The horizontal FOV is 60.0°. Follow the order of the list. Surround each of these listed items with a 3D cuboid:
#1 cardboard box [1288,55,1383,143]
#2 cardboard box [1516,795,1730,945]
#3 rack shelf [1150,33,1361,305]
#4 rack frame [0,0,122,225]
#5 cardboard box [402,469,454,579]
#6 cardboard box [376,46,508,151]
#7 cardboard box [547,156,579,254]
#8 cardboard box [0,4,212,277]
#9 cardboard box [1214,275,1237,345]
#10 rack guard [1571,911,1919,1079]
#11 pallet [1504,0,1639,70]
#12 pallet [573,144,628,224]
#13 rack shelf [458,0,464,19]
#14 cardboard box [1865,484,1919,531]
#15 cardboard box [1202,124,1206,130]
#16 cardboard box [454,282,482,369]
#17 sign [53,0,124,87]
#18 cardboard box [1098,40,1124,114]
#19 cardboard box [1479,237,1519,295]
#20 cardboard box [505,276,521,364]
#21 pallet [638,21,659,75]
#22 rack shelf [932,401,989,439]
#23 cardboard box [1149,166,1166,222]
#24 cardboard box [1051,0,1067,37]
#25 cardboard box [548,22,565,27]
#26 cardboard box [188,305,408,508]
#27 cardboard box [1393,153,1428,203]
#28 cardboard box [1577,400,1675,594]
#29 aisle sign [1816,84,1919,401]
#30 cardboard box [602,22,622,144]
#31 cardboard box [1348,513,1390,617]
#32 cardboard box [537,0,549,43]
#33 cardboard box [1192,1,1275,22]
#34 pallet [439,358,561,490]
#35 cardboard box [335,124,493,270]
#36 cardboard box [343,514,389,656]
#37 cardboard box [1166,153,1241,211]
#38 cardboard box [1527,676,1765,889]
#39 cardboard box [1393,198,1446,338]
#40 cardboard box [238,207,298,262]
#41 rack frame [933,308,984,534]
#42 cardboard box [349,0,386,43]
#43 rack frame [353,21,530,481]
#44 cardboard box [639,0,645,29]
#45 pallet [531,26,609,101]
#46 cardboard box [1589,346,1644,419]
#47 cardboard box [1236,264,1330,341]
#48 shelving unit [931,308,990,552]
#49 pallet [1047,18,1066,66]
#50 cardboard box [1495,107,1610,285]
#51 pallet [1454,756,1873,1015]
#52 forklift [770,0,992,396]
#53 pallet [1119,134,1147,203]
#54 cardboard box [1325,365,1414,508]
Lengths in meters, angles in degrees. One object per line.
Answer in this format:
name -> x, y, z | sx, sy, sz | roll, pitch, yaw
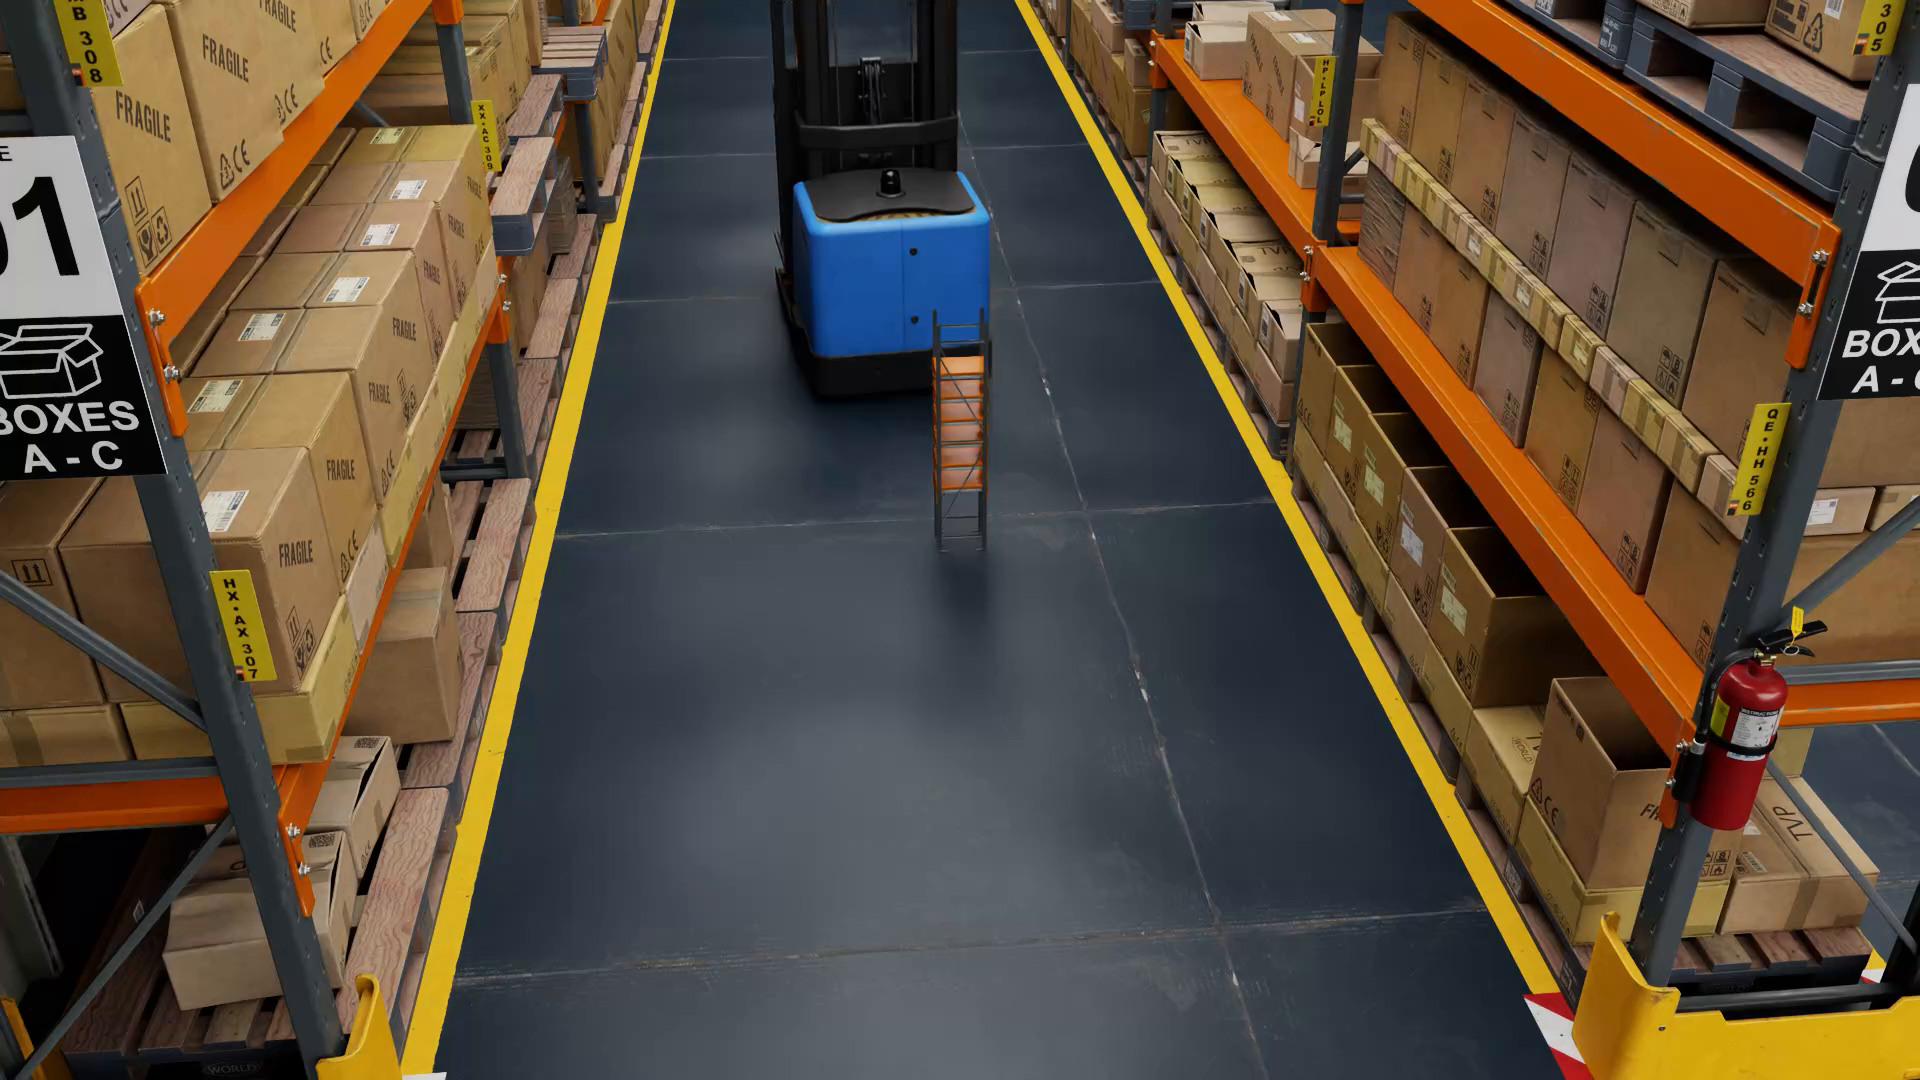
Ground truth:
cardboard box -> 2.135, -2.373, 9.200 | 0.500, 0.500, 0.500 | -1, 31, -1
cardboard box -> 2.269, 1.114, 5.731 | 0.500, 0.250, 0.500 | -3, 31, -5
rack shelf -> 2.053, -2.381, 10.012 | 1.077, 0.370, 4.000 | -3, 31, -5
rack frame -> -2.318, -1.962, 2.760 | 1.000, 3.000, 0.127 | -3, 31, -5
cardboard box -> -2.555, -0.017, 7.362 | 0.500, 0.500, 0.500 | -5, 31, -8
cardboard box -> -2.751, -2.208, 8.495 | 0.700, 0.500, 0.500 | 0, 31, 1
cardboard box -> -2.946, -2.222, 11.053 | 0.700, 0.500, 0.500 | -2, 31, -4
cardboard box -> -2.100, -0.909, 3.804 | 0.500, 0.500, 0.500 | -2, 31, -3
cardboard box -> 1.819, -1.386, 9.916 | 0.500, 0.250, 0.500 | -2, 31, -3
rack guard -> 2.616, 1.459, 5.320 | 1.175, 0.500, 0.348 | -3, 31, -5
pallet -> 2.456, -1.863, 5.604 | 1.003, 0.211, 1.213 | -3, 31, -5
pallet -> -3.064, -2.680, 12.532 | 1.003, 0.211, 1.213 | -3, 31, -5
rack shelf -> -2.879, -3.429, 8.842 | 1.077, 0.370, 4.000 | -3, 31, -5
cardboard box -> 2.791, -0.158, 4.860 | 0.380, 0.149, 0.250 | -3, 31, -5
cardboard box -> 2.108, -3.072, 12.477 | 0.500, 0.500, 0.500 | -1, 31, -2
cardboard box -> -2.308, -0.891, 6.944 | 0.500, 0.250, 0.500 | -3, 31, -4
sign -> -1.778, -1.076, 3.349 | 0.100, 0.325, 0.005 | -3, 31, -5
cardboard box -> 1.442, -3.824, 13.736 | 0.500, 0.500, 0.500 | -4, 31, -6
cardboard box -> 2.220, -1.053, 6.357 | 0.380, 0.149, 0.250 | -3, 31, -5
cardboard box -> -2.875, -1.181, 9.311 | 0.700, 0.500, 0.500 | -3, 31, -6
pallet -> -3.432, -4.708, 15.927 | 1.003, 0.211, 1.213 | -3, 31, -5
rack shelf -> 0.001, -0.573, 7.891 | 0.258, 0.103, 0.180 | -3, 31, -5
cardboard box -> 1.623, -2.429, 11.663 | 0.500, 0.250, 0.500 | -3, 31, -5
cardboard box -> 1.157, -5.146, 15.949 | 0.500, 0.500, 0.500 | -3, 31, -5
cardboard box -> -2.866, -3.551, 11.496 | 0.380, 0.149, 0.250 | -3, 31, -5
cardboard box -> -2.142, -0.428, 5.437 | 0.500, 0.500, 0.500 | -4, 31, -6
cardboard box -> 2.121, -1.583, 7.246 | 0.380, 0.149, 0.250 | -4, 31, -6
cardboard box -> 2.529, -0.176, 5.522 | 0.700, 0.500, 0.500 | -2, 31, -3
aisle sign -> 2.327, -0.695, 3.953 | 0.394, 0.787, 0.004 | -3, 31, -5
cardboard box -> -3.079, -3.558, 12.968 | 0.750, 0.750, 0.750 | -3, 31, -5
cardboard box -> 2.064, 0.094, 7.439 | 0.500, 0.250, 0.500 | -3, 31, -5
cardboard box -> -3.012, -3.464, 10.597 | 0.700, 0.500, 0.500 | -6, 31, -10
cardboard box -> 1.857, -3.485, 11.246 | 0.500, 0.311, 0.500 | -1, 31, -1
pallet -> -2.766, -0.629, 9.098 | 1.003, 0.211, 1.213 | -3, 31, -5
cardboard box -> -2.340, -1.469, 7.179 | 0.500, 0.500, 0.500 | -3, 31, -5
cardboard box -> -2.110, 0.140, 5.217 | 0.500, 0.250, 0.500 | -4, 31, -6
cardboard box -> 1.680, -2.402, 11.071 | 0.500, 0.311, 0.500 | -3, 31, -6
cardboard box -> 2.267, 0.792, 5.539 | 0.500, 0.500, 0.500 | -3, 31, -5
cardboard box -> 2.343, -1.216, 7.263 | 0.700, 0.500, 0.500 | -3, 31, -5
cardboard box -> -2.770, -0.926, 6.271 | 0.500, 0.500, 0.500 | -2, 31, -3
rack frame -> -0.007, -0.554, 8.008 | 0.240, 1.200, 0.006 | -3, 31, -5
cardboard box -> -2.275, -1.983, 5.602 | 0.500, 0.500, 0.500 | -4, 31, -7
rack frame -> -2.692, -1.429, 7.718 | 1.000, 3.000, 0.127 | -3, 31, -5
cardboard box -> -3.451, -5.264, 16.166 | 0.700, 0.500, 0.500 | -3, 31, -5
pallet -> -2.893, -3.030, 10.585 | 1.213, 0.211, 1.003 | -3, 31, -5
cardboard box -> 2.317, -0.526, 5.476 | 0.380, 0.149, 0.250 | -2, 31, -4
cardboard box -> 1.862, -1.367, 9.339 | 0.500, 0.311, 0.500 | -2, 31, -3
shelving unit -> 0.001, -0.508, 7.930 | 0.258, 1.200, 0.189 | -3, 31, -5
pallet -> 1.429, -4.906, 16.258 | 1.003, 0.211, 1.213 | -3, 31, -5
cardboard box -> 2.428, -1.273, 6.094 | 0.700, 0.500, 0.500 | -3, 31, -5
pallet -> 2.500, 1.182, 6.064 | 1.003, 0.211, 1.213 | -3, 31, -5
forklift -> -0.606, -2.821, 10.115 | 1.130, 2.935, 3.031 | -6, 31, -10
pallet -> 1.834, -2.896, 12.893 | 1.003, 0.211, 1.213 | -3, 31, -5
cardboard box -> 2.026, -0.484, 7.675 | 0.500, 0.500, 0.500 | -3, 31, -5
